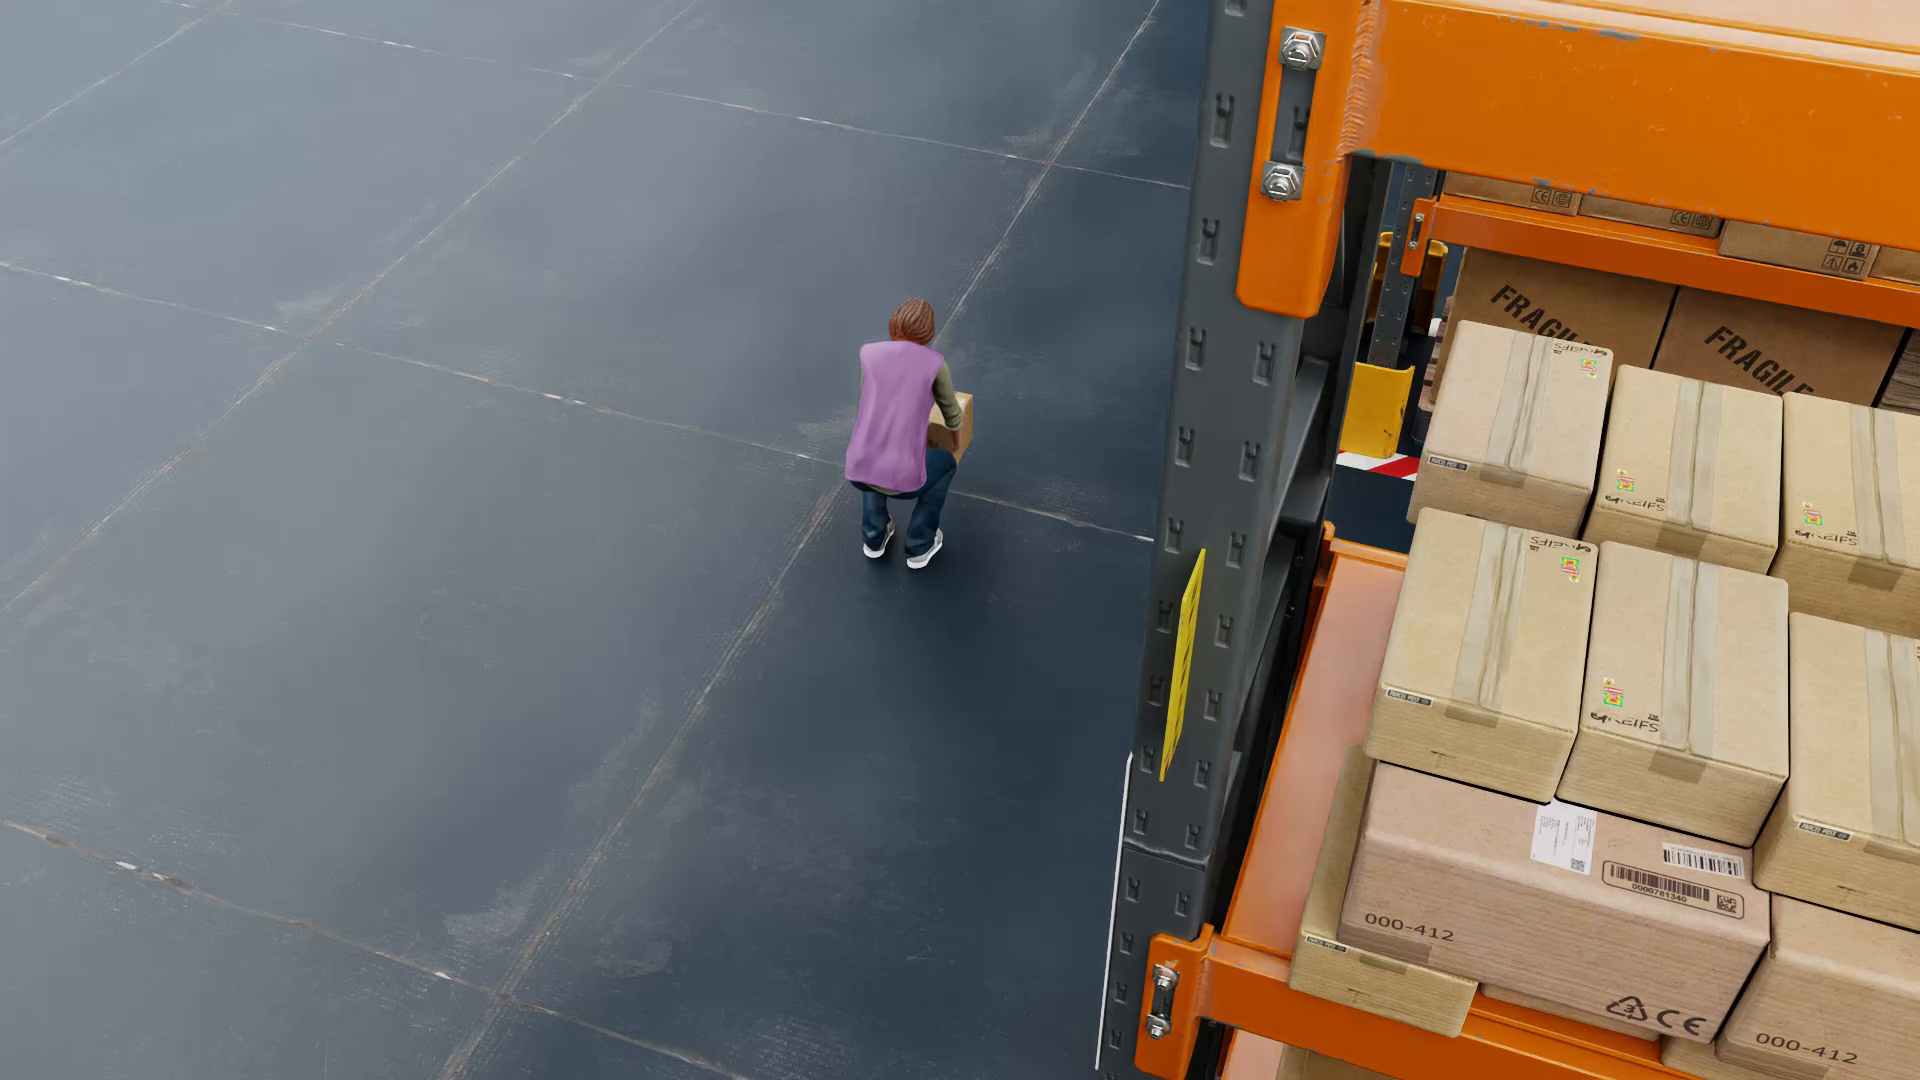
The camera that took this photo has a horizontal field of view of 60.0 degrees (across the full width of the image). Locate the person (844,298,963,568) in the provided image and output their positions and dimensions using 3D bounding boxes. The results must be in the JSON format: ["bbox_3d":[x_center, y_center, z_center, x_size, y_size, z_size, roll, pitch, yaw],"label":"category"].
[{"bbox_3d":[-0.261,-0.408,7.031,0.460,1.048,0.752,14,44,15],"label":"person"}]
